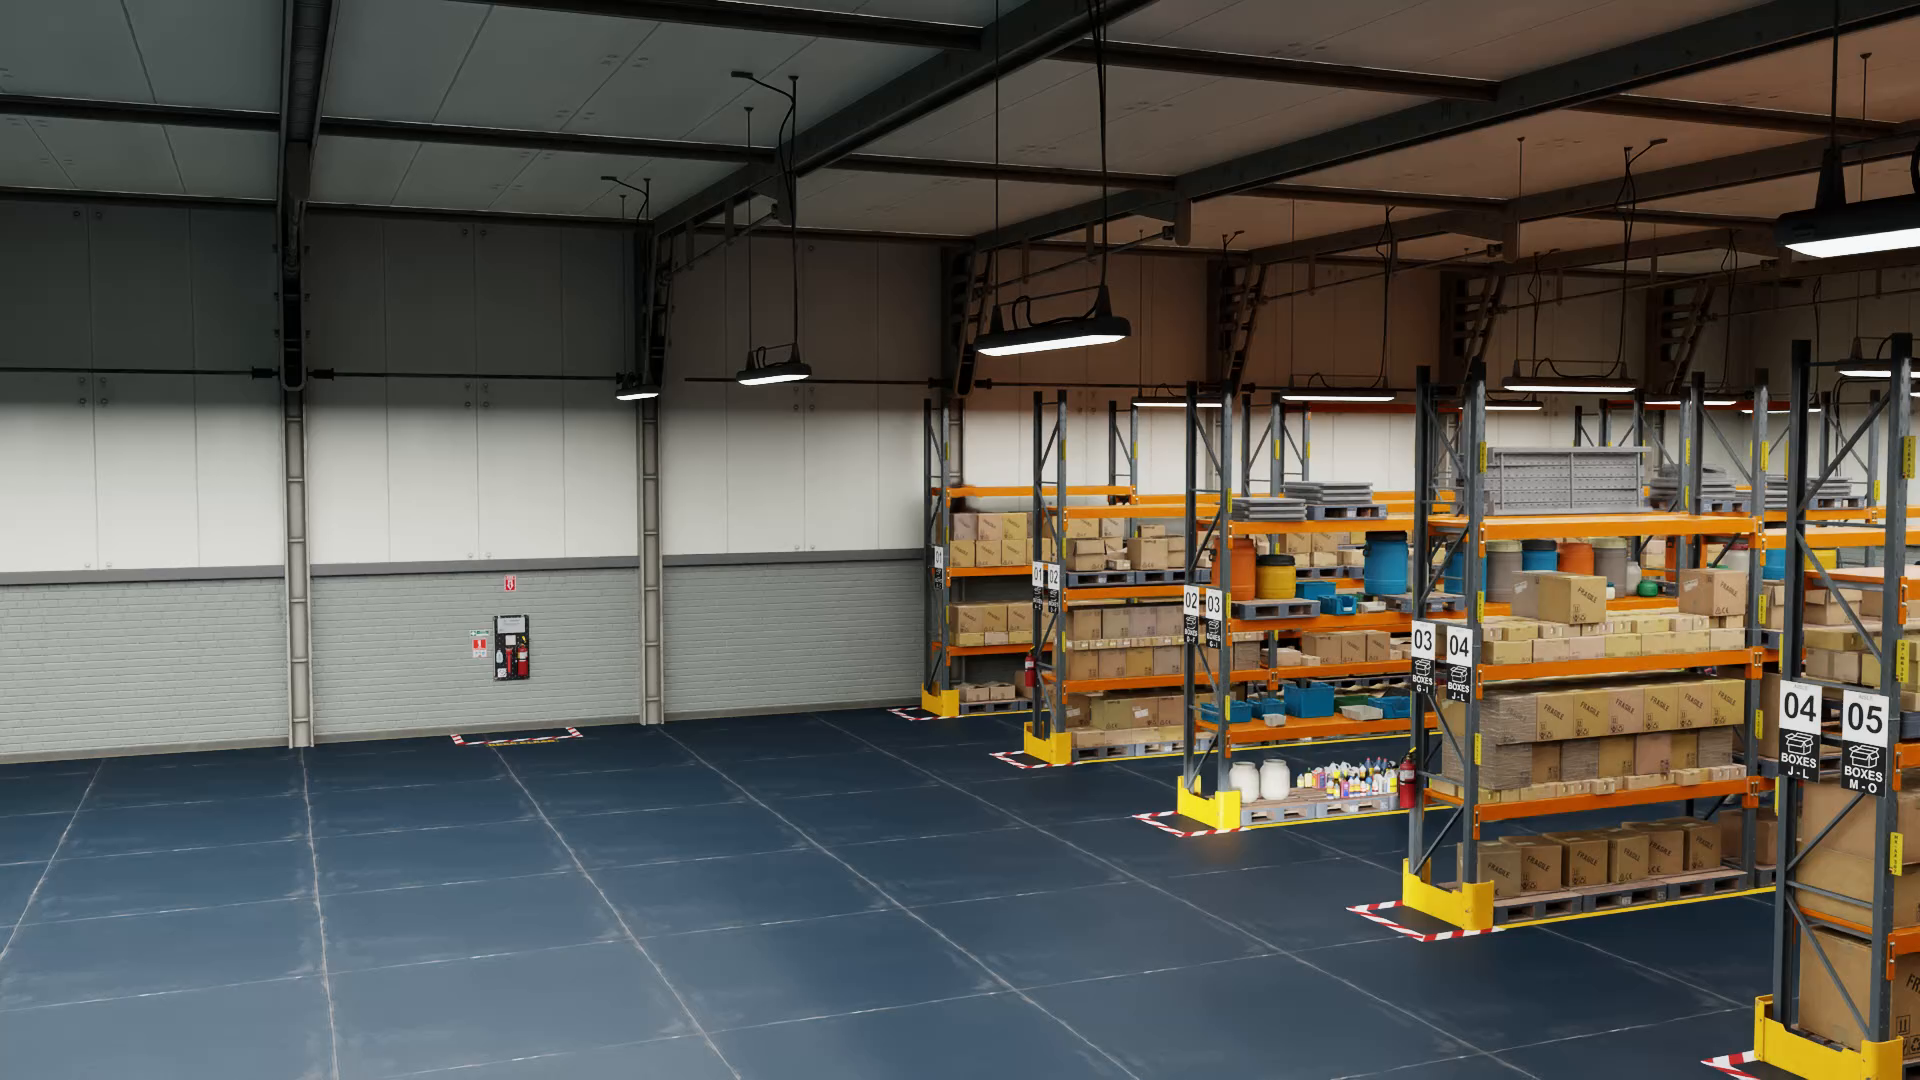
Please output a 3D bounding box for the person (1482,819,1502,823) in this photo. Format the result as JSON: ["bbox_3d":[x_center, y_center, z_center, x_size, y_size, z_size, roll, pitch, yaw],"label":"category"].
[{"bbox_3d":[7.385,2.998,22.749,0.515,1.694,0.457,1,3,13],"label":"person"}]

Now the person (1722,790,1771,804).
[{"bbox_3d":[11.230,2.940,23.736,0.926,1.637,0.440,-2,4,-34],"label":"person"}]
